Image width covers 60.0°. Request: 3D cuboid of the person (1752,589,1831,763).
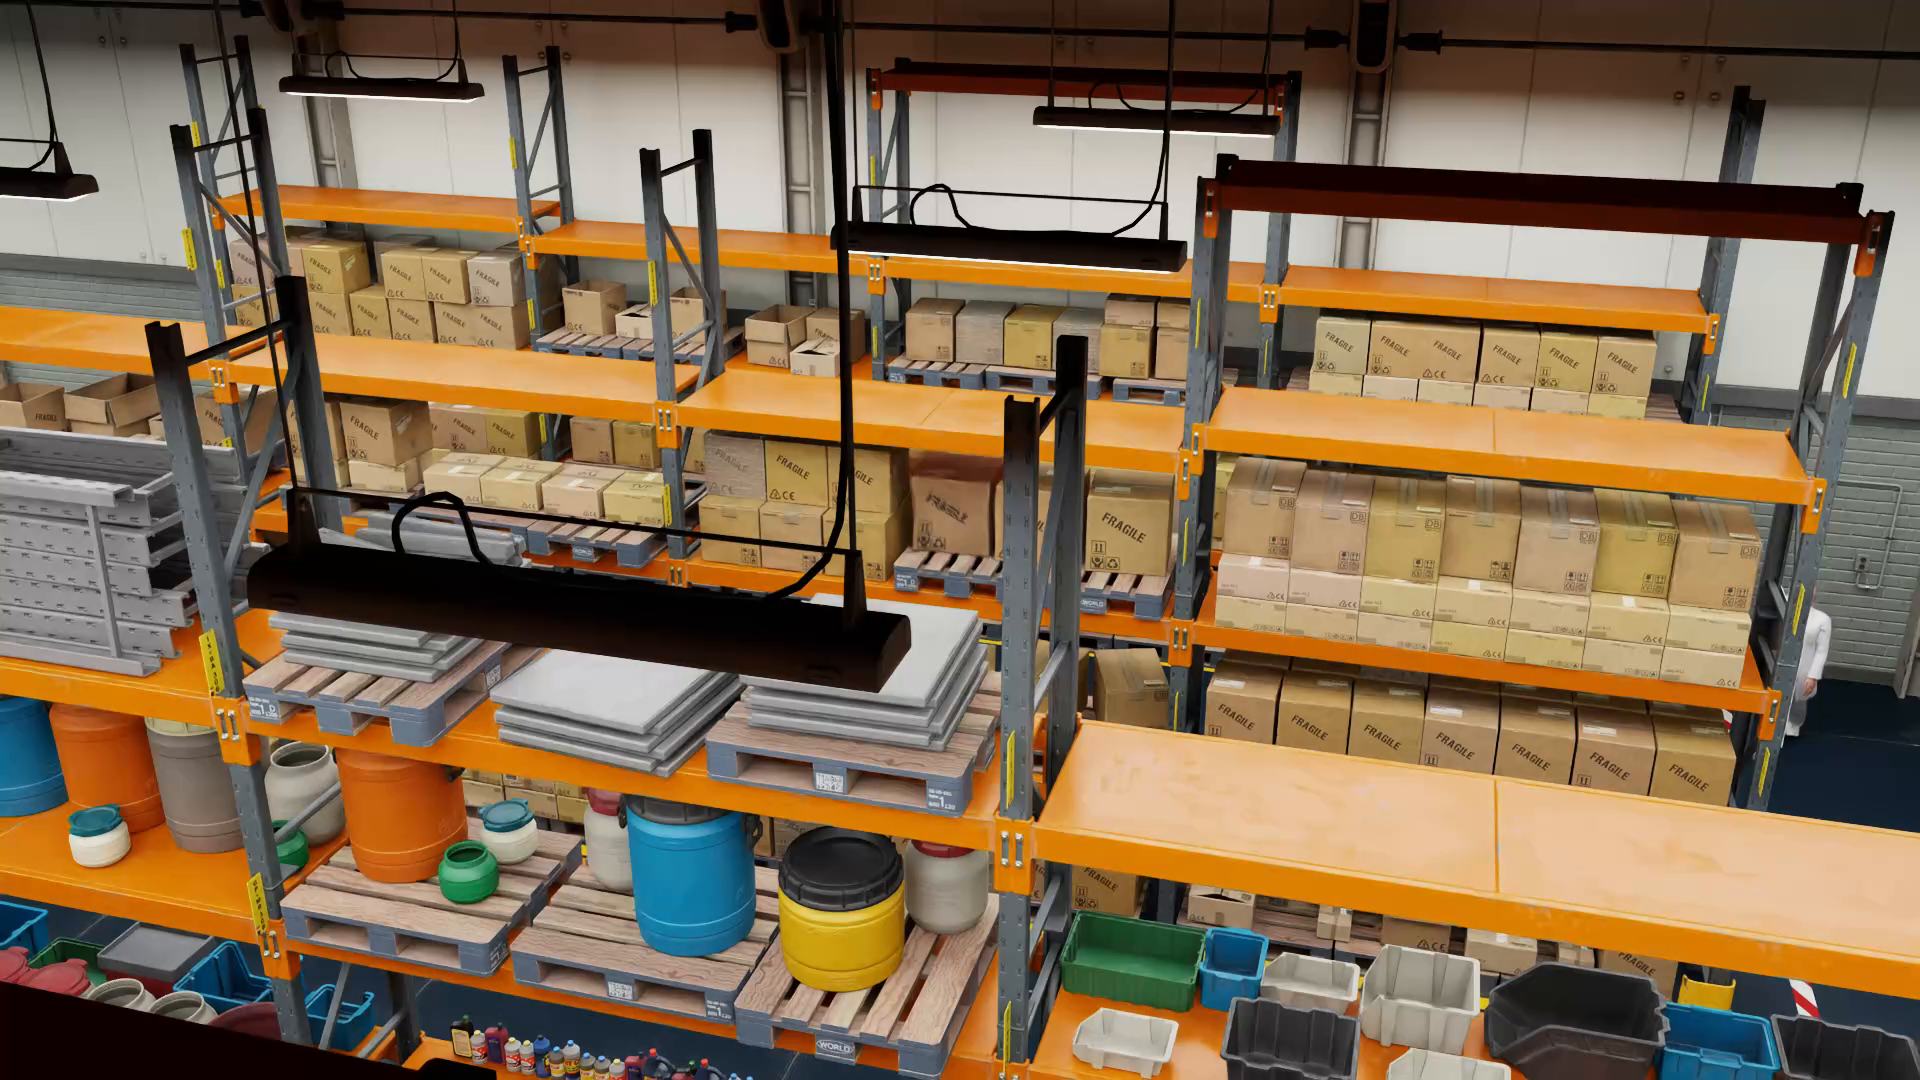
[{"bbox_3d":[7.783,1.200,15.616,0.589,1.746,1.076,13,26,29],"label":"person"}]
